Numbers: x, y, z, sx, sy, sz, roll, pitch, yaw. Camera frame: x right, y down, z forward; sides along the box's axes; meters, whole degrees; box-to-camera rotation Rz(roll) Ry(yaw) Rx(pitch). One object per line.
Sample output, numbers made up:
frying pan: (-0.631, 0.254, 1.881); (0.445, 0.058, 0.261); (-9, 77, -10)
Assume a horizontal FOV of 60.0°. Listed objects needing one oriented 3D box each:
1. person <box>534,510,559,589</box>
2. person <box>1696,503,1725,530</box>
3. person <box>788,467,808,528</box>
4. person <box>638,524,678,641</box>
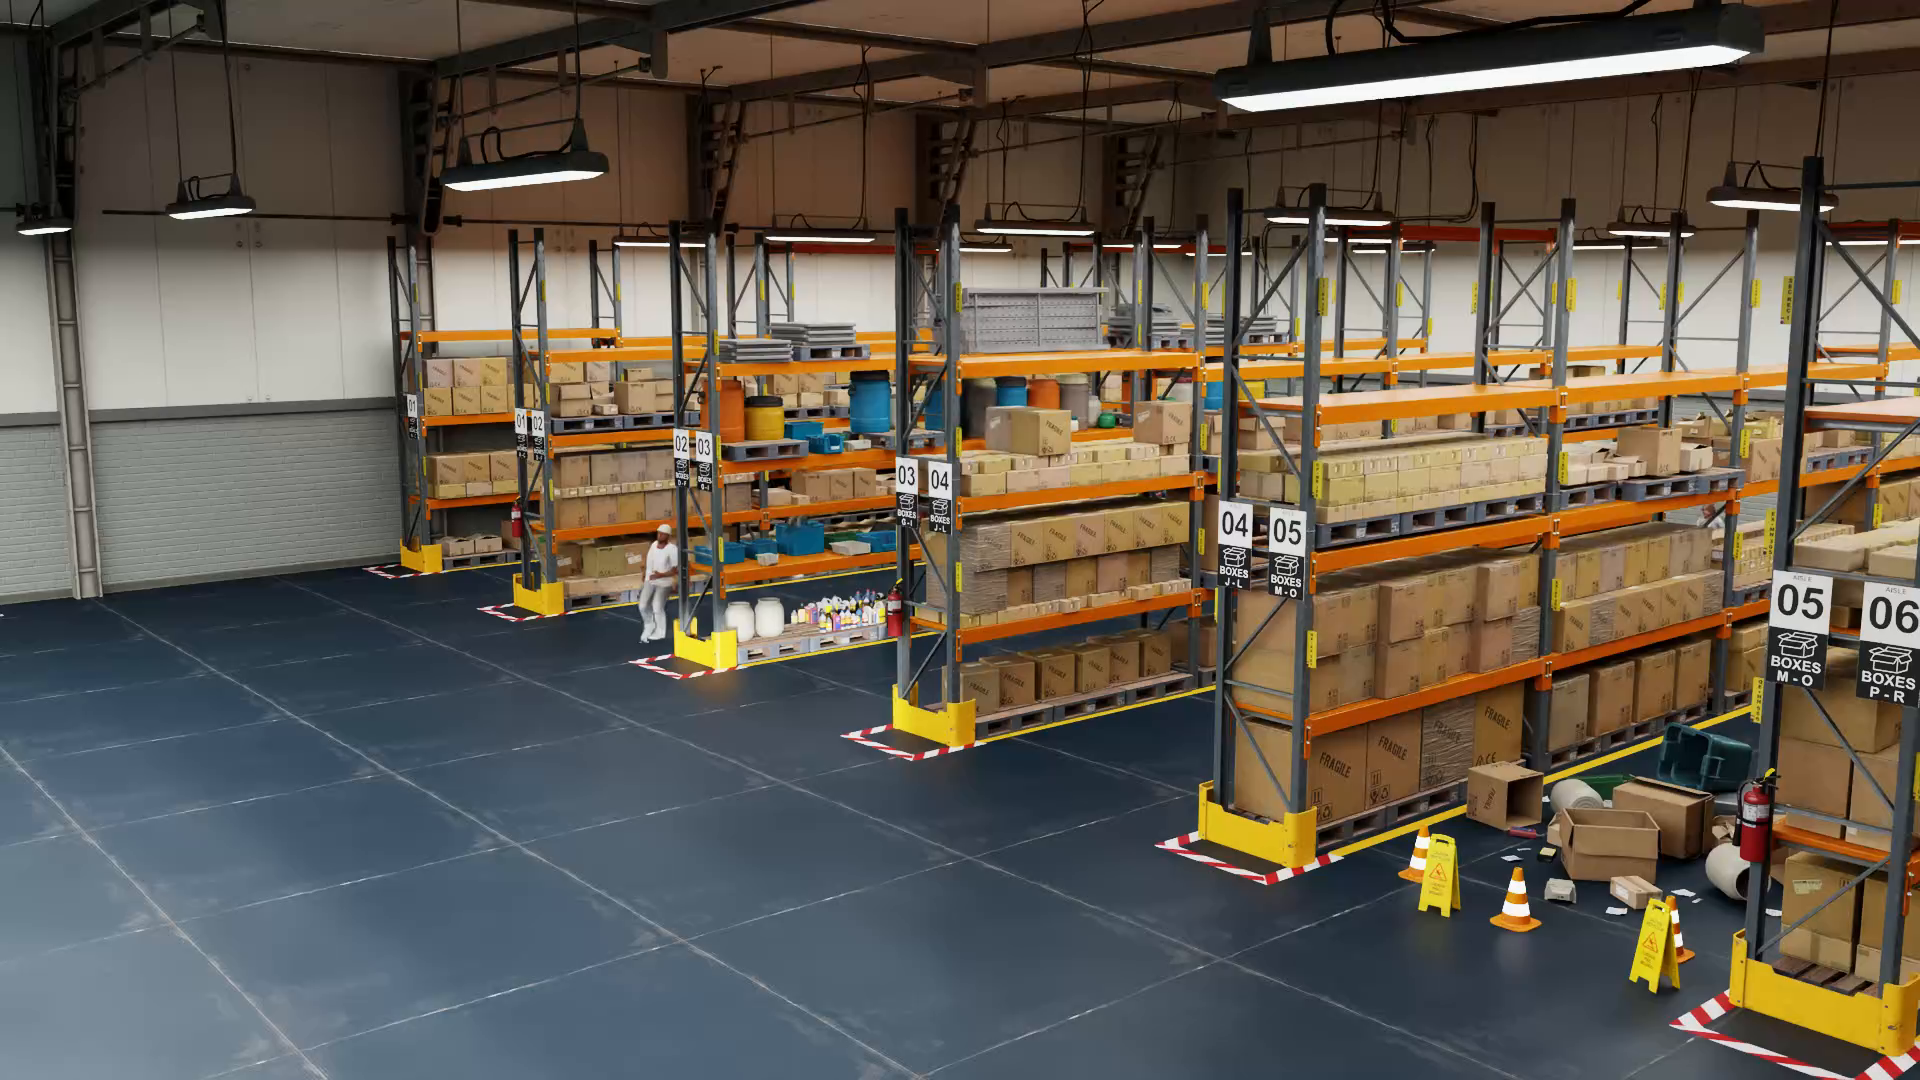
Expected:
person: (-6.961, -0.048, 28.326); (0.657, 1.755, 0.730); (8, 12, 42)
person: (12.414, 0.164, 27.549); (0.608, 1.560, 0.748); (7, 11, 38)
person: (-3.097, -0.680, 32.517); (0.676, 1.743, 0.576); (8, 12, 41)
person: (-4.305, 0.623, 23.811); (0.691, 1.729, 0.605); (4, 10, 24)
